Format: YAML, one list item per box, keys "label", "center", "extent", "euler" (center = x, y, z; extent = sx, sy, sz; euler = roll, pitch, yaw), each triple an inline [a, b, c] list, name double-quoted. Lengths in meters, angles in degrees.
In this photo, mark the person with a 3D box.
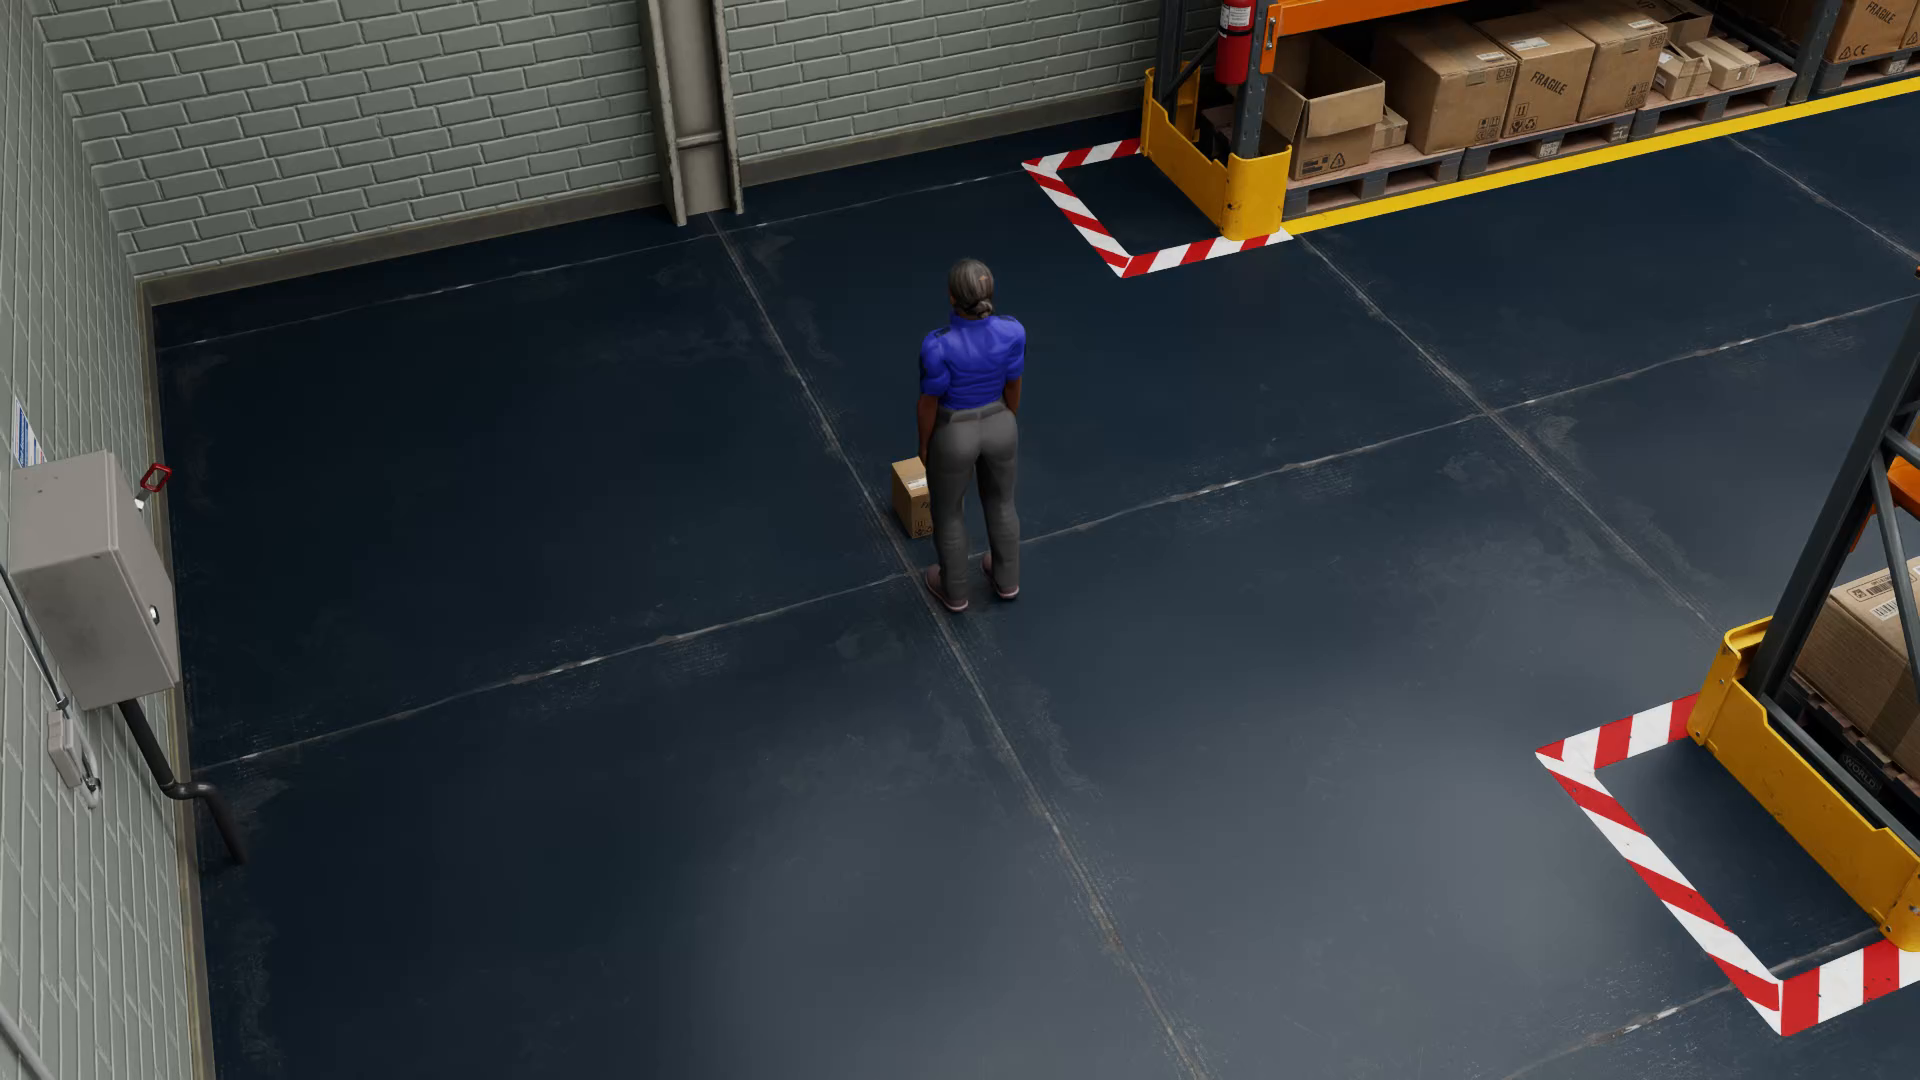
- label: "person"
  center: [0.033, -0.407, 6.624]
  extent: [0.436, 1.664, 0.300]
  euler: [-15, 44, -16]
